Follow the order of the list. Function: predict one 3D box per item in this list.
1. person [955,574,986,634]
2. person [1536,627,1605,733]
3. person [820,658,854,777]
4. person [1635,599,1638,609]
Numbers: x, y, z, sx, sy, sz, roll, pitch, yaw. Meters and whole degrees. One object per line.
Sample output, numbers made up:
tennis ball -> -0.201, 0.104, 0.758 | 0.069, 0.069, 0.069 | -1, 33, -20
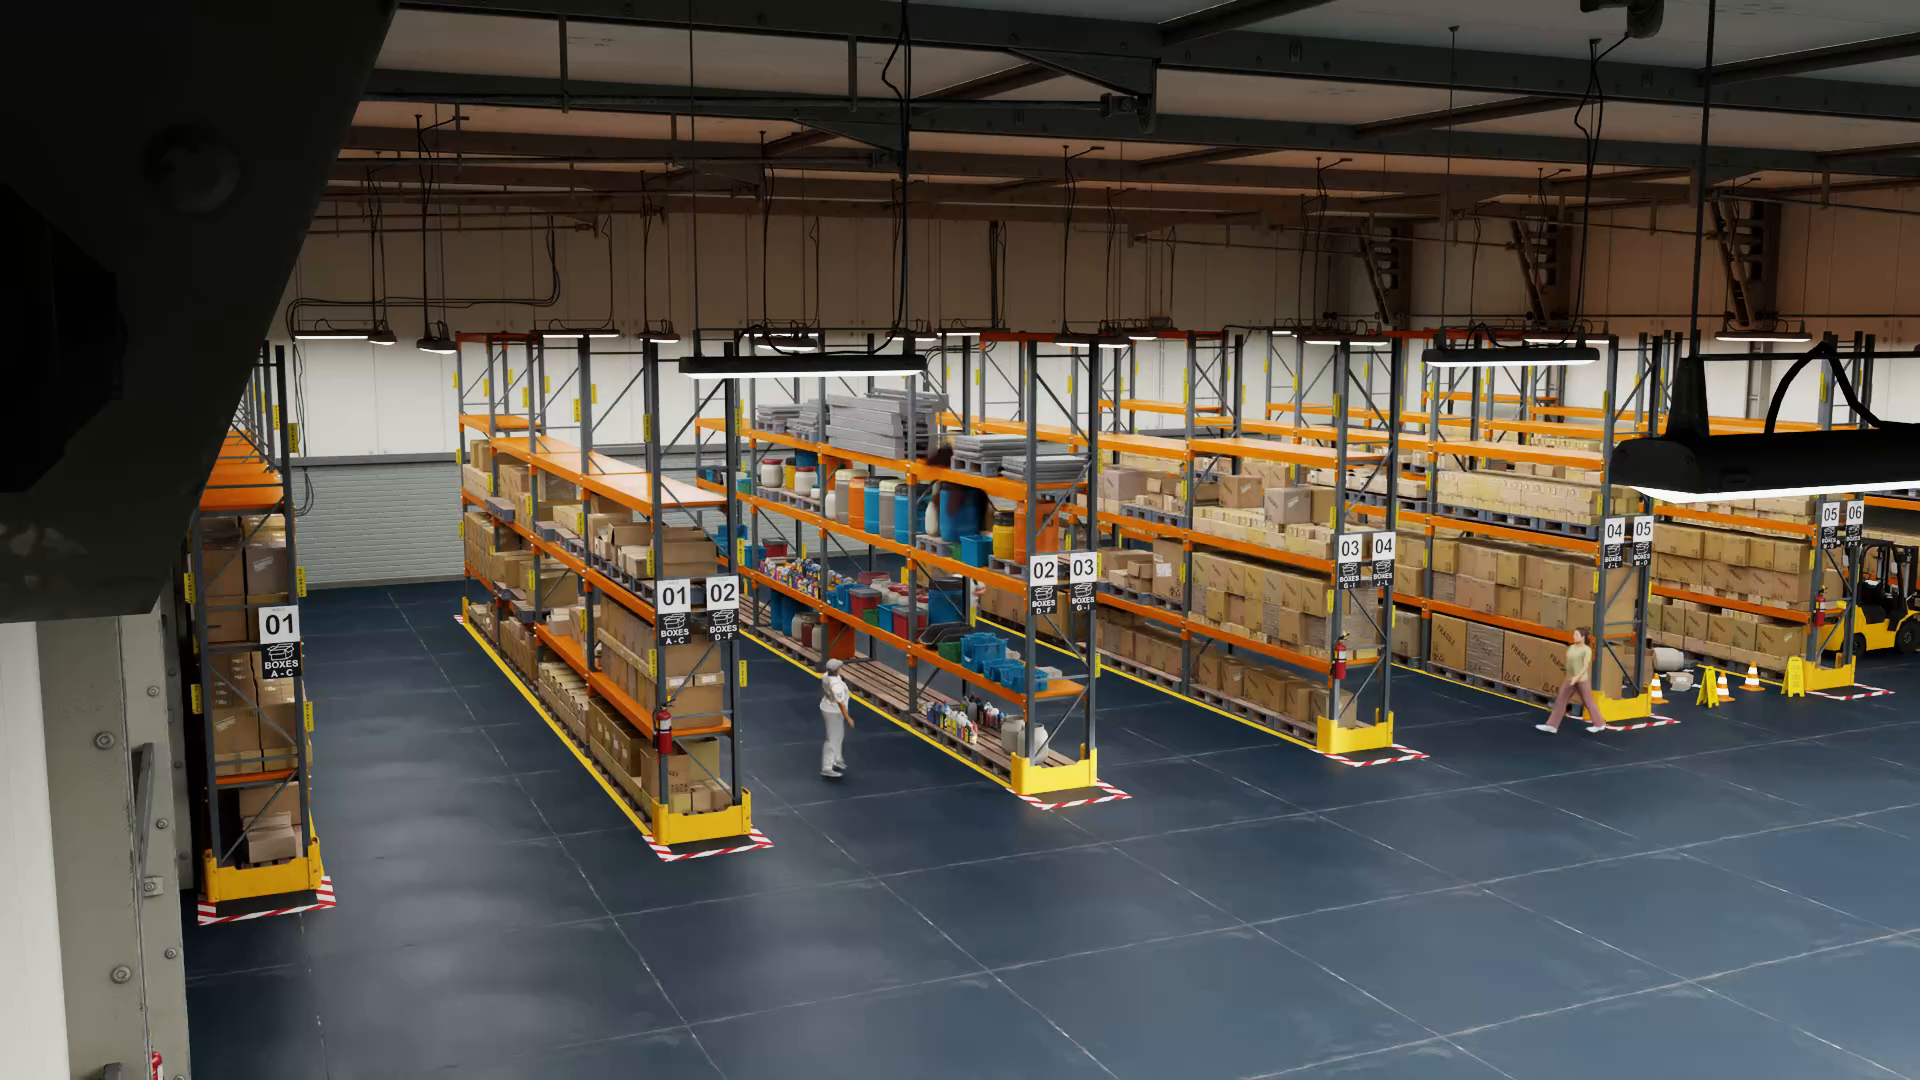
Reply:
person -> 0.174, 1.256, 31.273 | 0.617, 1.833, 0.846 | -3, 8, -20
person -> 9.308, 2.131, 25.202 | 1.019, 1.607, 0.585 | -2, 8, -12
person -> -1.728, 2.441, 23.052 | 0.471, 1.694, 0.647 | -2, 8, -14
person -> 13.983, 0.924, 34.333 | 0.378, 1.602, 0.451 | 0, 8, 2
